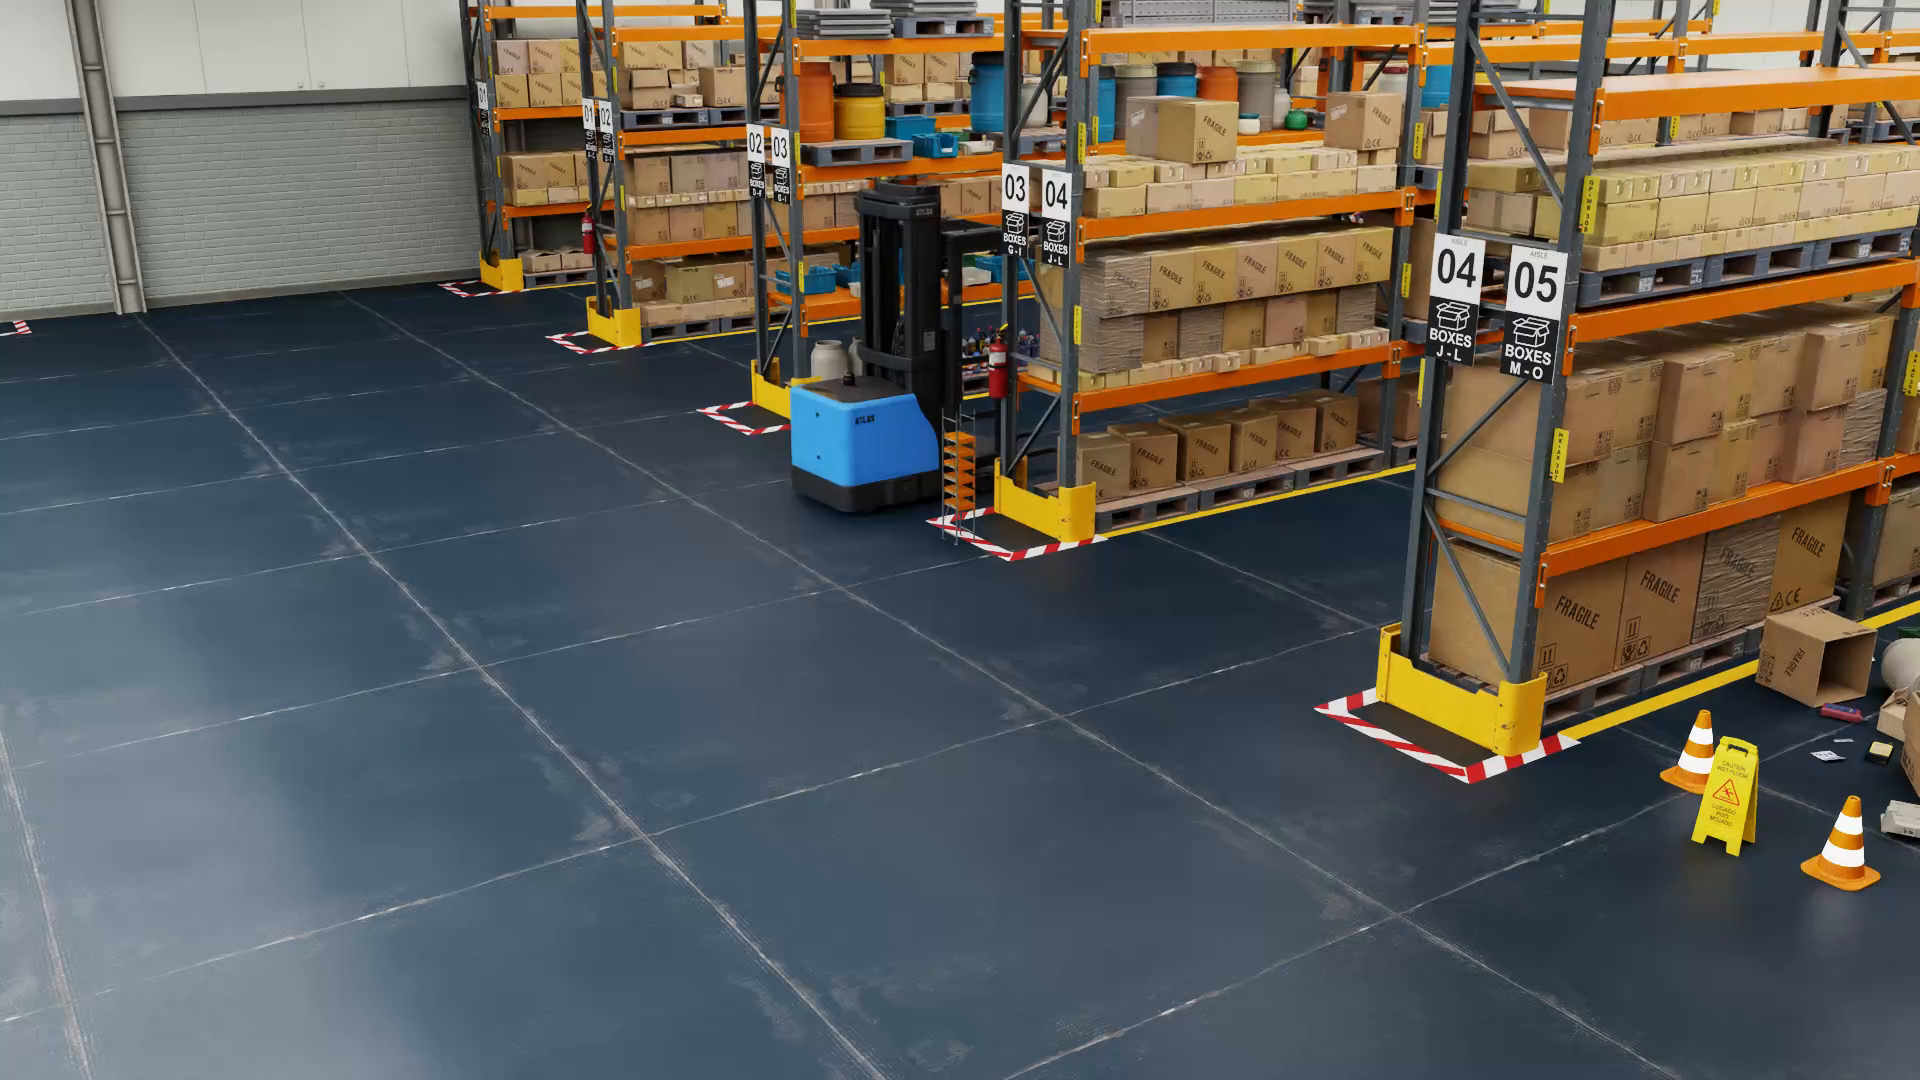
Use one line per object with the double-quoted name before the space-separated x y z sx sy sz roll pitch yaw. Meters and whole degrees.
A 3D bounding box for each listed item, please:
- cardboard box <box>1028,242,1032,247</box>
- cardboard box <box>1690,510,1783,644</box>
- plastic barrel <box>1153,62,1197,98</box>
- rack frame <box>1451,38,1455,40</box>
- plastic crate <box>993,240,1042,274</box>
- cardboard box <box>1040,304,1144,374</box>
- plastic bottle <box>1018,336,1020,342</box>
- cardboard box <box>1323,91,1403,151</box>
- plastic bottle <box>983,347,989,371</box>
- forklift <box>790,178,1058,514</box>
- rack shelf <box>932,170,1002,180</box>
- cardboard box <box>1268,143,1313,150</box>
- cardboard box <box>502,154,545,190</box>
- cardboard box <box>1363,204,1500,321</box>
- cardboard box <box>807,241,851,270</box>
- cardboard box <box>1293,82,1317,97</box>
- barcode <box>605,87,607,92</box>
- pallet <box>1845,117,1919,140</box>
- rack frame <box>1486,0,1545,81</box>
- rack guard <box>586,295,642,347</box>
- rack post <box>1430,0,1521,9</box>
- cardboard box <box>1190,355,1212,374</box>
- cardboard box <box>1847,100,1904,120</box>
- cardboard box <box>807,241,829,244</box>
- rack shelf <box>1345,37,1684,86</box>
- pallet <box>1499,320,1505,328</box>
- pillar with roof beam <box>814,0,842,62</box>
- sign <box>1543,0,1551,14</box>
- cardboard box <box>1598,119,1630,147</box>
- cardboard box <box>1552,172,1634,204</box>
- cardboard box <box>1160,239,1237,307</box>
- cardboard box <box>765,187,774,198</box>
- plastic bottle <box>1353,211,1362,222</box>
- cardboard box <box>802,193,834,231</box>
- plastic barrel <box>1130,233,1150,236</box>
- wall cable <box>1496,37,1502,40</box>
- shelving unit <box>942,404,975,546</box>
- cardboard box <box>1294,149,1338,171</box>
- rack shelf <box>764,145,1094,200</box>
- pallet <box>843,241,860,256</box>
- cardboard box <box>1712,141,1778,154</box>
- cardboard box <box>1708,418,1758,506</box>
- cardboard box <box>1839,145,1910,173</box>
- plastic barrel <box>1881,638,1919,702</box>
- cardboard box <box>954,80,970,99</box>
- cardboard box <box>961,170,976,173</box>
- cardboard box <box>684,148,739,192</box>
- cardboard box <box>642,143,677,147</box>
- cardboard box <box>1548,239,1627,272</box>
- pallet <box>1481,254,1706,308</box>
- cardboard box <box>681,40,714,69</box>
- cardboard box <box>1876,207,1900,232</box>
"cardboard box" 1.200 -4.530 26.222 0.500 0.311 0.500 -12 22 -32
"cardboard box" 5.366 0.140 12.310 0.875 0.875 0.875 -12 22 -31
"plastic barrel" 2.711 -5.626 21.235 0.708 0.901 0.600 -12 22 -31
"rack frame" 8.614 -9.870 29.890 0.127 3.000 1.000 -12 22 -31
"plastic crate" 0.806 -3.502 20.516 0.504 0.338 0.767 -12 22 -31
"cardboard box" 1.171 -1.838 14.876 0.500 0.500 0.875 -12 22 -31
"plastic bottle" 0.721 -2.515 21.183 0.097 0.201 0.097 0 19 0
"cardboard box" 3.801 -3.963 15.699 0.500 0.500 0.500 -13 22 -33
"plastic bottle" 0.366 -2.199 20.130 0.135 0.276 0.152 -11 22 -30
"forklift" -0.139 -1.987 16.046 3.031 2.935 1.130 -13 23 -34
"rack shelf" 0.875 -6.955 31.757 4.000 0.370 1.077 -12 22 -31
"cardboard box" 3.172 -3.721 15.996 0.250 0.149 0.380 -12 22 -31
"cardboard box" -6.912 -5.832 26.344 0.500 0.500 0.500 -12 22 -31
"cardboard box" 4.778 -2.850 16.899 1.000 1.000 1.000 -12 22 -31
"cardboard box" -1.968 -4.168 24.858 0.500 0.500 0.500 -12 22 -31
"cardboard box" 5.816 -7.693 28.368 0.500 0.250 0.500 -12 22 -31
"barcode" -4.762 -6.088 22.480 0.075 0.075 0.001 -12 22 -31
"pallet" 11.408 -5.194 20.879 1.213 0.211 1.003 -12 22 -31
"rack frame" 7.994 -7.840 23.885 0.127 3.000 1.000 -12 22 -31
"rack guard" -4.769 -3.022 22.903 0.348 0.500 1.175 -12 22 -31
"rack post" 7.274 -7.664 23.483 0.954 0.300 0.937 -12 22 -32
"cardboard box" 2.106 -1.649 15.332 0.250 0.149 0.380 -12 22 -31
"cardboard box" 11.339 -5.542 20.803 0.500 0.500 0.700 -13 23 -35
"cardboard box" -2.678 -5.581 29.785 0.500 0.500 0.700 -12 22 -31
"rack shelf" 5.707 -4.928 17.020 4.000 0.370 1.077 -12 22 -31
"pallet" 5.747 -2.518 17.810 1.213 0.211 1.003 -12 22 -31
"pillar with roof beam" 0.011 -8.637 26.240 0.400 9.000 9.100 -12 22 -31
"sign" 8.295 -7.594 23.482 0.005 0.325 0.100 -12 22 -31
"cardboard box" 6.695 -4.430 17.544 0.500 0.500 0.500 -12 22 -32
"cardboard box" 3.794 -2.115 9.969 0.250 0.149 0.380 -12 22 -31
"cardboard box" 2.144 -2.420 15.039 0.500 0.500 0.500 -12 22 -31
"cardboard box" -2.799 -4.893 23.367 0.250 0.149 0.380 -11 22 -30
"plastic bottle" 5.712 -4.625 23.924 0.133 0.283 0.061 -12 22 -31
"cardboard box" -2.212 -4.788 24.067 0.500 0.500 0.700 -12 22 -32
"plastic barrel" 2.233 -3.763 20.981 0.433 0.535 0.433 0 19 0
"wall cable" 10.807 -10.624 36.969 0.112 2.526 3.097 -12 22 -31
"shelving unit" -0.012 -0.566 14.545 0.189 1.200 0.258 -12 22 -31
"cardboard box" 3.273 -3.523 15.411 0.250 0.149 0.380 -13 22 -33
"rack shelf" -0.357 -4.317 19.271 4.000 0.370 1.077 -12 22 -31
"pallet" -2.466 -5.272 30.009 1.213 0.211 1.003 -12 22 -31
"cardboard box" 5.554 -2.738 11.812 0.250 0.149 0.380 -12 22 -32
"cardboard box" 5.029 -0.636 11.708 0.500 0.550 0.875 -12 22 -31
"cardboard box" 6.339 -2.652 11.557 0.250 0.149 0.380 -12 22 -32
"plastic barrel" 6.577 0.911 11.390 0.421 0.421 0.512 2 19 6
"cardboard box" 0.222 -6.784 25.023 0.500 0.250 0.500 -14 23 -36
"cardboard box" 0.091 -6.896 30.821 0.250 0.149 0.380 -11 22 -30
"cardboard box" -3.451 -5.143 23.093 0.500 0.500 0.700 -12 22 -31
"cardboard box" -5.077 -6.416 28.071 0.500 0.500 0.500 -12 22 -32
"cardboard box" 3.803 -1.738 10.100 0.250 0.149 0.380 -12 22 -31
"pallet" 3.954 -1.728 10.627 1.213 0.211 1.003 -12 22 -31
"cardboard box" -4.405 -8.030 27.381 0.500 0.500 0.500 -14 23 -36
"cardboard box" 6.342 -2.274 11.685 0.250 0.149 0.380 -11 22 -31
